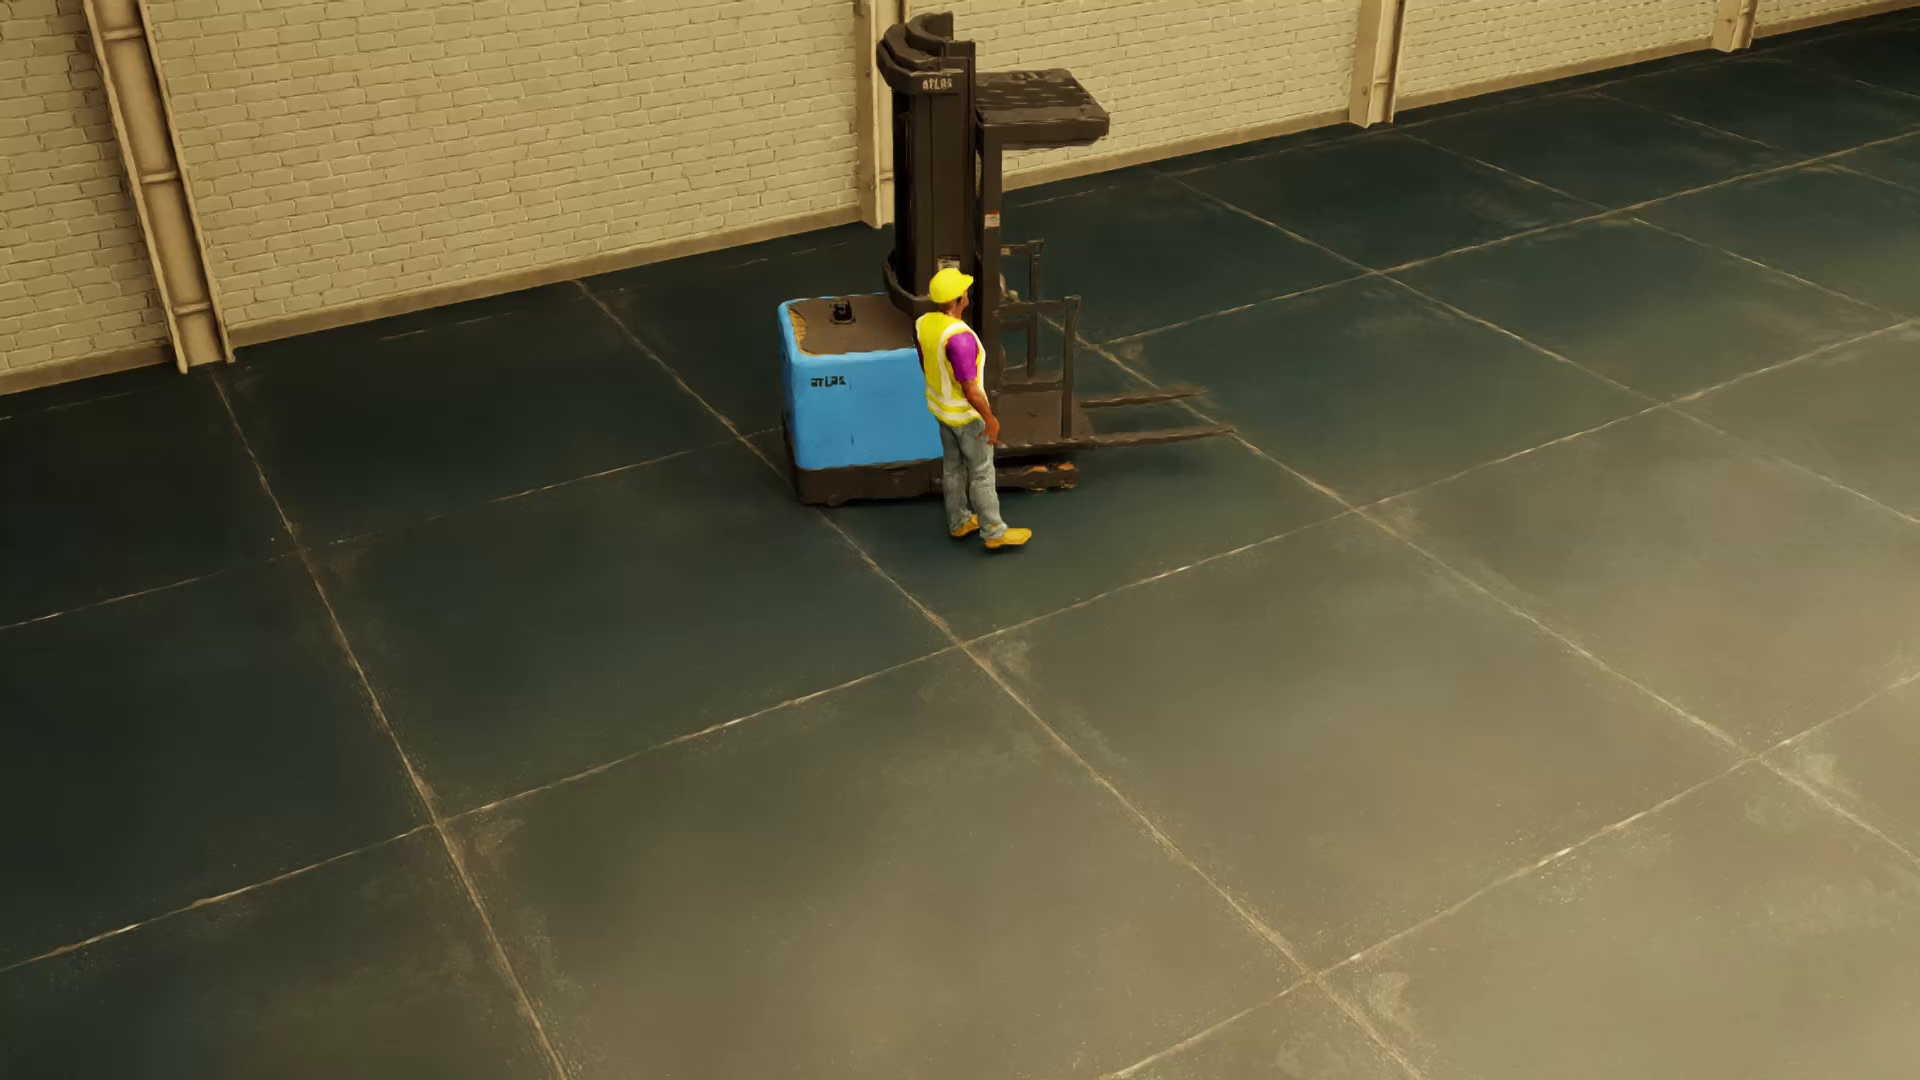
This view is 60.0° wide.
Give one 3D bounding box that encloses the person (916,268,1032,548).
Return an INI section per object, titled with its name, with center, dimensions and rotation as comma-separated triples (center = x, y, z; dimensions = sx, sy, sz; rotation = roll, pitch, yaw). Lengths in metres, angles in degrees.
[person]
center = 0.062, -0.816, 10.048
dimensions = 0.576, 1.766, 0.665
rotation = -17, 35, -26

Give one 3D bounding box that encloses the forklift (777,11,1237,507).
[forklift]
center = 0.341, -1.841, 10.722
dimensions = 3.031, 2.935, 1.130
rotation = -6, 31, -9
